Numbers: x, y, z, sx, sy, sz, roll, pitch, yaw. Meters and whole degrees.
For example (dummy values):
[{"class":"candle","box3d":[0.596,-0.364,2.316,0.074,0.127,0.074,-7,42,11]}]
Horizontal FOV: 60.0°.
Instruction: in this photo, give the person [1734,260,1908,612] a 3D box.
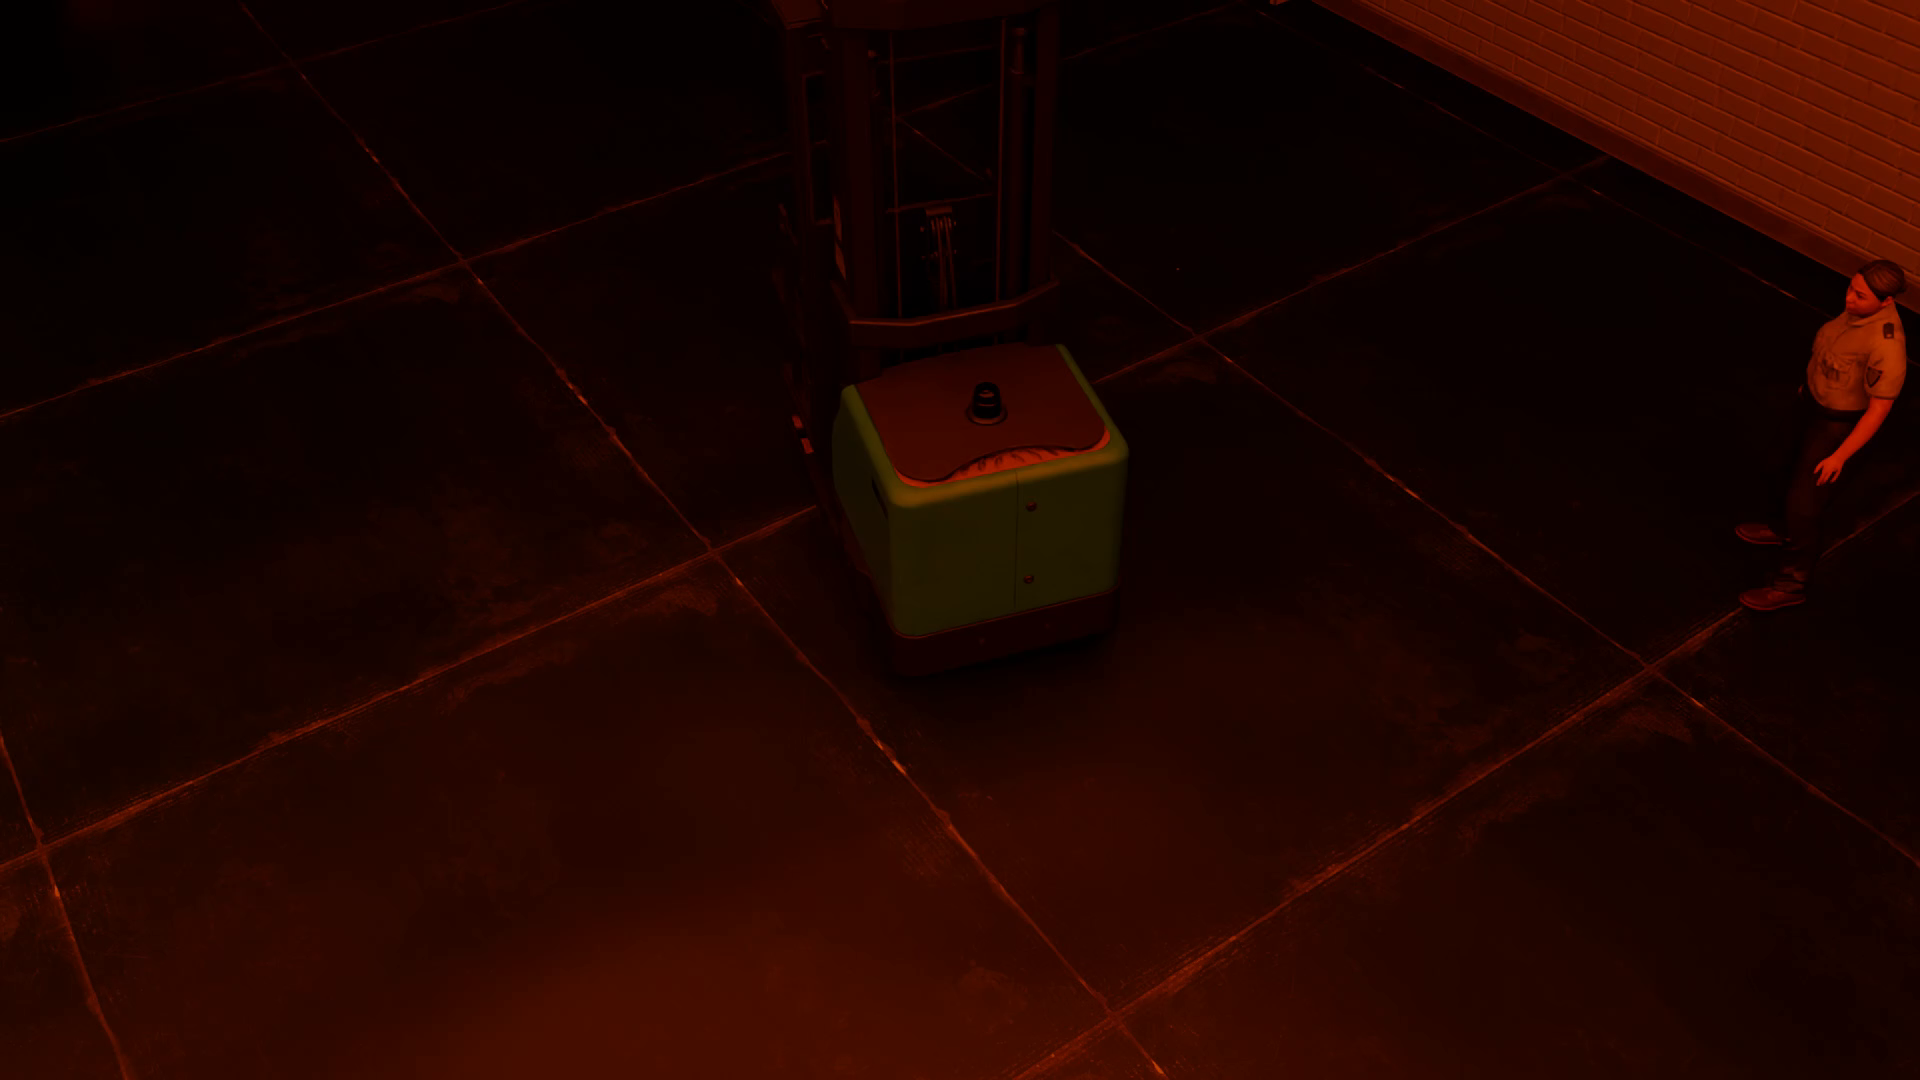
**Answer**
[{"class":"person","box3d":[3.768,-0.505,7.229,0.398,1.627,0.722,3,43,4]}]

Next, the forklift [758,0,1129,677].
[{"class":"forklift","box3d":[-0.243,-1.503,7.346,1.130,2.935,3.031,-13,44,-13]}]
